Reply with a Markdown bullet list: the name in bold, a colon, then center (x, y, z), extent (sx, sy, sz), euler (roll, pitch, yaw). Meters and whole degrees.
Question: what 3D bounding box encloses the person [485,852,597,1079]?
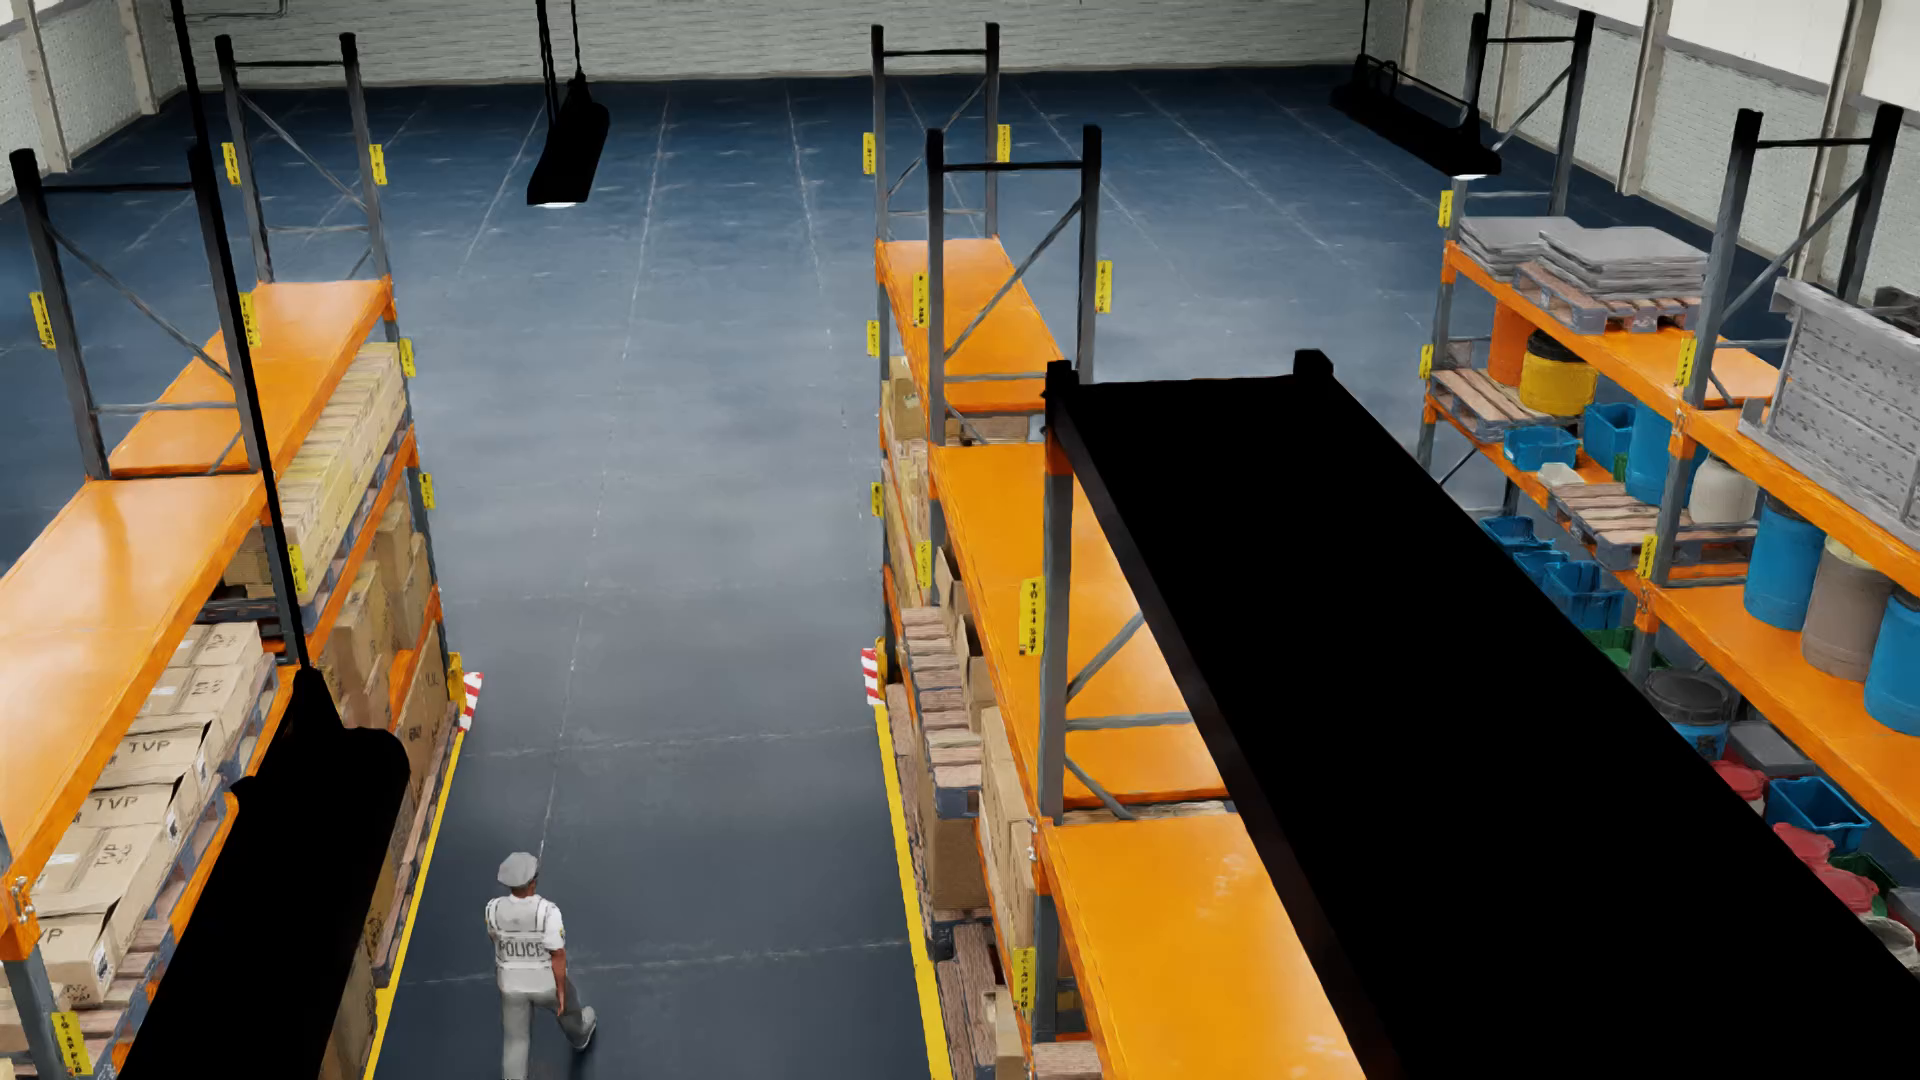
- **person**: center (-2.749, 2.753, 10.708), extent (0.535, 1.705, 1.020), euler (1, 26, 2)
